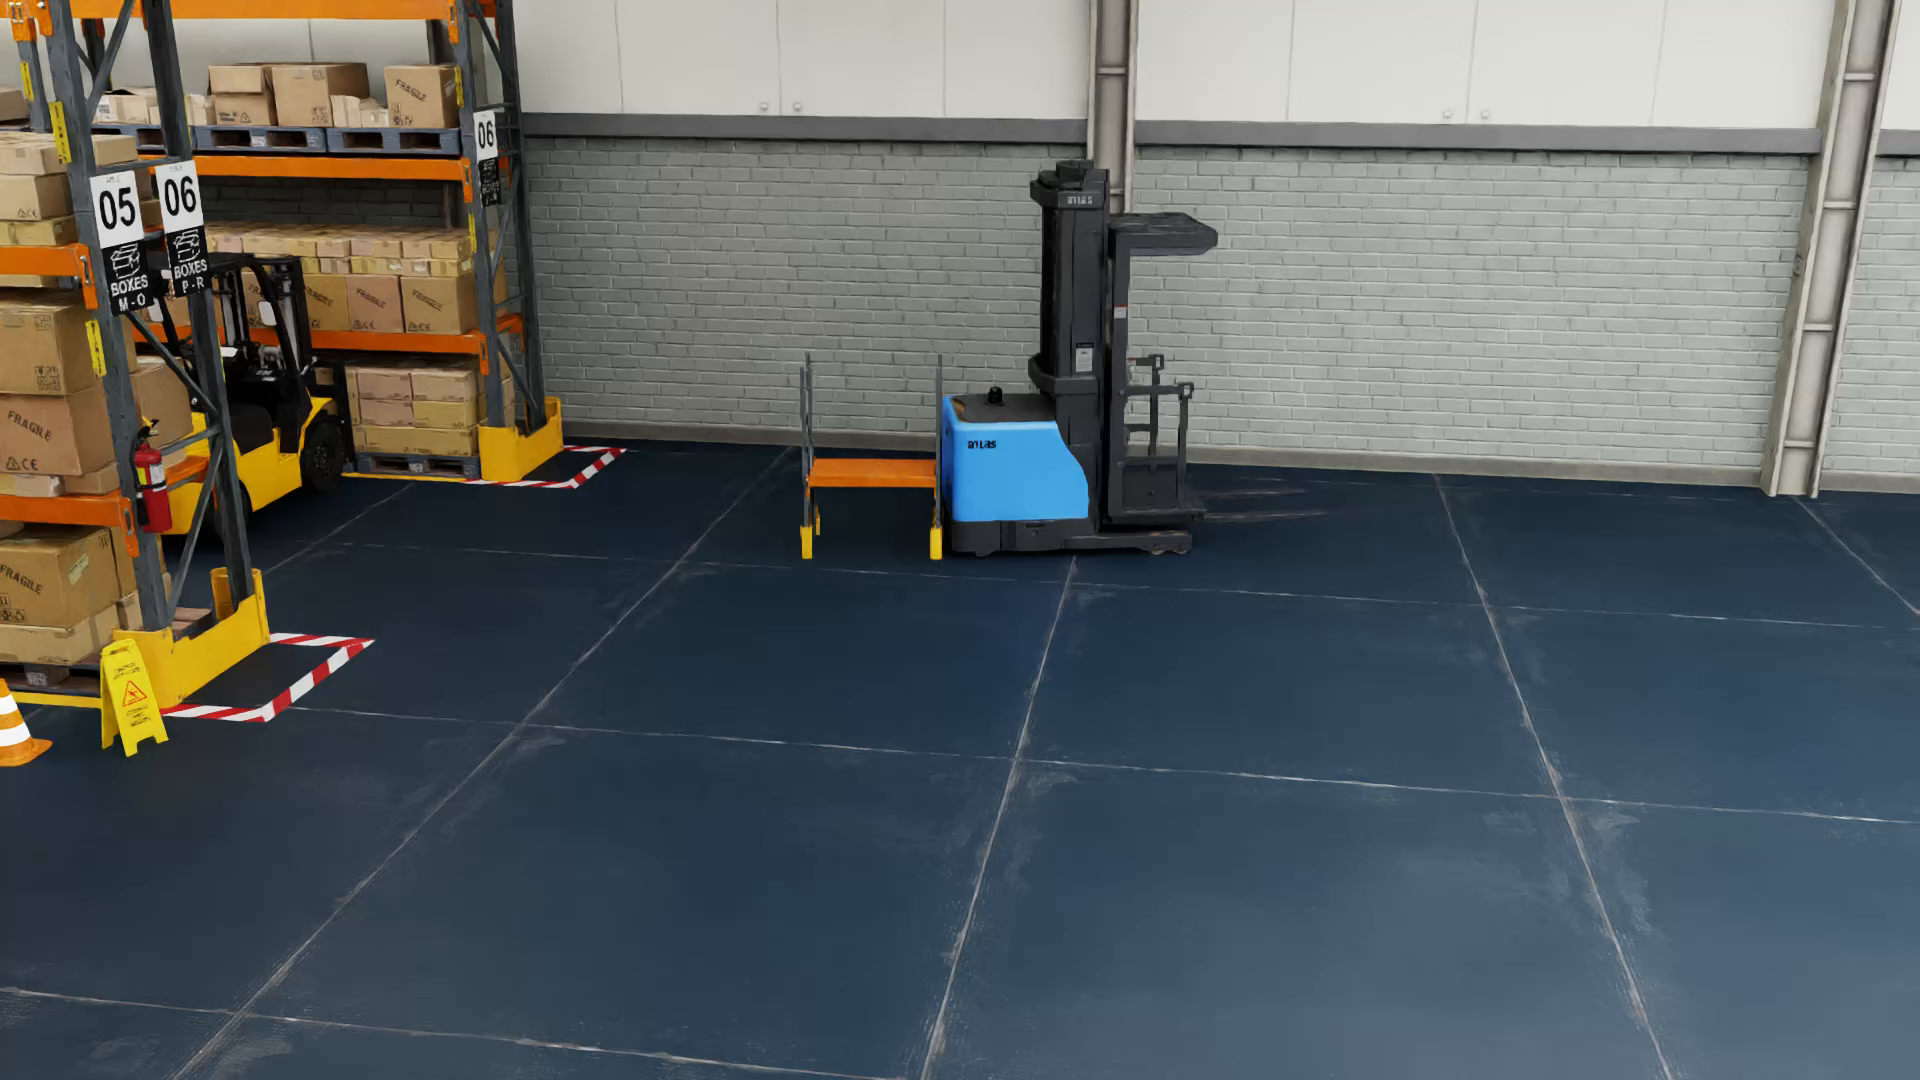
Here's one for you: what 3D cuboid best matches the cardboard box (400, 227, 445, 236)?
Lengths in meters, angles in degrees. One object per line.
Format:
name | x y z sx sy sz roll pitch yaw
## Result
cardboard box | -4.874 -2.739 15.114 0.250 0.149 0.380 3 19 10

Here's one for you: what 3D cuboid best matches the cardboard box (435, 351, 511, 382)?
cardboard box | -4.505 -1.580 15.393 0.500 0.250 0.500 3 19 8

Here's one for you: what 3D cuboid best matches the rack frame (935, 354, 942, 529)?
rack frame | -0.164 -0.652 12.889 0.032 1.500 0.500 0 19 1

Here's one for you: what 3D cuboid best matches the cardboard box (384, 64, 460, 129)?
cardboard box | -4.536 -3.789 14.196 0.500 0.500 0.500 4 19 10

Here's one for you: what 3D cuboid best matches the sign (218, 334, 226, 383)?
sign | -4.758 -1.152 10.655 0.005 0.325 0.100 3 19 9

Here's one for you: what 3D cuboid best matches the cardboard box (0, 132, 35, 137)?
cardboard box | -5.887 -2.410 10.192 0.250 0.149 0.380 3 19 8

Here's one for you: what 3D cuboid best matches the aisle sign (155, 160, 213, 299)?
aisle sign | -4.734 -1.898 10.153 0.004 0.787 0.394 3 19 9

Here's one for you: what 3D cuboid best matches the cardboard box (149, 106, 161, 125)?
cardboard box | -6.856 -3.722 14.548 0.250 0.149 0.380 3 19 10

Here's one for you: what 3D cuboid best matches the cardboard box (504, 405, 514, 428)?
cardboard box | -4.515 -1.108 15.559 0.500 0.250 0.500 3 19 9

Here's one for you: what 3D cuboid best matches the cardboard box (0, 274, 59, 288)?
cardboard box | -8.535 -2.439 15.313 0.500 0.250 0.500 3 19 7

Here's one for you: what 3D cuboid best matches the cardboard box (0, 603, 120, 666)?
cardboard box | -5.709 0.576 10.527 0.500 0.250 0.500 3 19 8

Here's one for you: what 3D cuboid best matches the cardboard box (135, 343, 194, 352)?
cardboard box | -7.494 -1.733 15.852 0.500 0.250 0.500 3 19 10

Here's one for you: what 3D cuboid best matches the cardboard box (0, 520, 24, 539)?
cardboard box | -6.050 -0.086 10.301 0.250 0.149 0.380 3 19 10

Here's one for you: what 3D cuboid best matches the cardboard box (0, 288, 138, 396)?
cardboard box | -5.383 -1.192 9.935 0.500 0.500 0.700 2 19 7

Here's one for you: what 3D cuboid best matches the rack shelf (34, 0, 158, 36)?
rack shelf | -6.819 -3.175 9.748 4.000 0.370 1.077 3 19 9

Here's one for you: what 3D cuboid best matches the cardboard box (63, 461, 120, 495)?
cardboard box | -5.248 -0.404 10.180 0.250 0.149 0.380 4 19 10

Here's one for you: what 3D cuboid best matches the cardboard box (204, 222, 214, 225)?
cardboard box | -7.142 -2.868 15.499 0.250 0.149 0.380 3 19 8

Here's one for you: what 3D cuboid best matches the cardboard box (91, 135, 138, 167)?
cardboard box | -5.163 -2.335 9.966 0.250 0.149 0.380 3 19 8

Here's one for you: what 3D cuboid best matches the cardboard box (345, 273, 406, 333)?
cardboard box | -5.099 -2.146 14.831 0.500 0.500 0.500 4 19 10

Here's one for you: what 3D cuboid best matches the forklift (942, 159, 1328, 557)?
forklift | 1.387 -1.443 12.996 3.031 2.935 1.130 -2 19 -6

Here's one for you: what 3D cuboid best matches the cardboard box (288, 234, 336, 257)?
cardboard box | -5.724 -2.608 14.721 0.250 0.149 0.380 3 19 10

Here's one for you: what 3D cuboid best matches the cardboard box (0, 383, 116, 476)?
cardboard box | -5.424 -0.701 10.045 0.500 0.500 0.500 3 19 8

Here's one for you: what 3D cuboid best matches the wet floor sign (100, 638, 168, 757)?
wet floor sign | -4.826 0.890 9.627 0.232 0.644 0.267 10 21 27

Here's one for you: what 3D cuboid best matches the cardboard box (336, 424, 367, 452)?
cardboard box | -5.557 -1.003 15.244 0.500 0.250 0.500 3 19 9

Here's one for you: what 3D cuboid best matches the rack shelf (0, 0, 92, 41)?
rack shelf | -9.985 -4.743 15.061 4.000 0.370 1.077 3 19 9

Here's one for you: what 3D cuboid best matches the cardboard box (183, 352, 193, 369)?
cardboard box | -7.079 -1.546 15.292 0.500 0.250 0.500 3 19 9

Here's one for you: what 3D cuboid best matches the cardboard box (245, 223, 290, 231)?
cardboard box | -6.388 -2.828 15.380 0.250 0.149 0.380 3 19 8

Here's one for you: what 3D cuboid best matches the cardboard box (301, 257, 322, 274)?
cardboard box | -5.718 -2.468 14.773 0.250 0.149 0.380 3 19 9

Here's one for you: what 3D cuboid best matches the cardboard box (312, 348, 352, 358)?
cardboard box | -5.996 -1.660 15.633 0.500 0.250 0.500 3 19 8

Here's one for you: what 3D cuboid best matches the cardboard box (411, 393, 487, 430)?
cardboard box | -4.591 -1.186 15.003 0.500 0.250 0.500 3 19 8

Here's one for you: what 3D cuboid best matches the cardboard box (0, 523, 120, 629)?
cardboard box | -5.677 0.219 10.411 0.500 0.500 0.500 3 19 9

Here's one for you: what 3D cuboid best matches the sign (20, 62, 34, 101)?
sign | -8.087 -3.975 14.417 0.005 0.325 0.100 3 19 9

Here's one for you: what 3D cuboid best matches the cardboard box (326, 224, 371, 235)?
cardboard box | -5.624 -2.806 15.314 0.250 0.149 0.380 2 19 7

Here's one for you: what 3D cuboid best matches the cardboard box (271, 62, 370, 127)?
cardboard box | -5.532 -3.872 14.444 0.500 0.500 0.700 3 19 9

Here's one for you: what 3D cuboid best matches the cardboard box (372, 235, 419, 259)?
cardboard box | -4.959 -2.582 14.645 0.250 0.149 0.380 3 19 10

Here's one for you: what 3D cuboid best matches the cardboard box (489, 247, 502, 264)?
cardboard box | -4.354 -2.580 15.108 0.250 0.149 0.380 2 19 7

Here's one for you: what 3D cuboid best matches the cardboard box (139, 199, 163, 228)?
cardboard box | -5.120 -1.993 10.202 0.250 0.149 0.380 3 19 9

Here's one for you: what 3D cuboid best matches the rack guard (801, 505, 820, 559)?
rack guard | -1.179 -0.066 13.108 0.087 0.250 0.587 0 19 1

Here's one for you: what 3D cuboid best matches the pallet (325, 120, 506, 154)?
pallet | -4.755 -3.551 14.601 1.213 0.211 1.003 3 19 9

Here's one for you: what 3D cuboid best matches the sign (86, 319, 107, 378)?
sign | -4.952 -1.098 9.534 0.005 0.325 0.100 3 19 9

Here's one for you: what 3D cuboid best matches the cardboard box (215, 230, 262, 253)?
cardboard box | -6.458 -2.675 14.923 0.250 0.149 0.380 3 19 8

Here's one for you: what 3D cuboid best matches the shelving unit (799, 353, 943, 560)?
shelving unit | -0.681 -0.656 12.899 1.083 1.500 0.587 0 19 1

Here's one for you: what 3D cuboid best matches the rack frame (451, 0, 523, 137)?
rack frame | -4.061 -4.972 13.980 0.127 3.000 1.000 3 19 9

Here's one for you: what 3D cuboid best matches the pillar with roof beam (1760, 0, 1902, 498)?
pillar with roof beam | 6.560 -3.337 9.093 0.400 9.000 9.100 3 19 9

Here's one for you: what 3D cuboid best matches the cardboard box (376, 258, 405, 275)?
cardboard box | -4.951 -2.447 14.710 0.250 0.149 0.380 3 19 10

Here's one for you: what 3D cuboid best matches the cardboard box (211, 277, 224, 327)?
cardboard box | -6.596 -2.225 15.069 0.500 0.500 0.500 3 19 8

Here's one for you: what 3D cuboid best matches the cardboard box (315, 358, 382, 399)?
cardboard box | -5.570 -1.468 15.059 0.500 0.250 0.500 3 19 9

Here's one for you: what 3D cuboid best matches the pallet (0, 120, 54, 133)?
pallet | -8.883 -3.700 15.209 1.217 0.209 0.805 2 19 6

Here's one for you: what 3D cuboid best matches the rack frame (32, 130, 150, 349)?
rack frame | -8.010 -2.328 15.534 0.127 3.000 1.000 3 19 9

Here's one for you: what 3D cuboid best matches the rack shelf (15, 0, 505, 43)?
rack shelf | -6.035 -4.542 14.459 4.000 0.370 1.077 3 19 9
